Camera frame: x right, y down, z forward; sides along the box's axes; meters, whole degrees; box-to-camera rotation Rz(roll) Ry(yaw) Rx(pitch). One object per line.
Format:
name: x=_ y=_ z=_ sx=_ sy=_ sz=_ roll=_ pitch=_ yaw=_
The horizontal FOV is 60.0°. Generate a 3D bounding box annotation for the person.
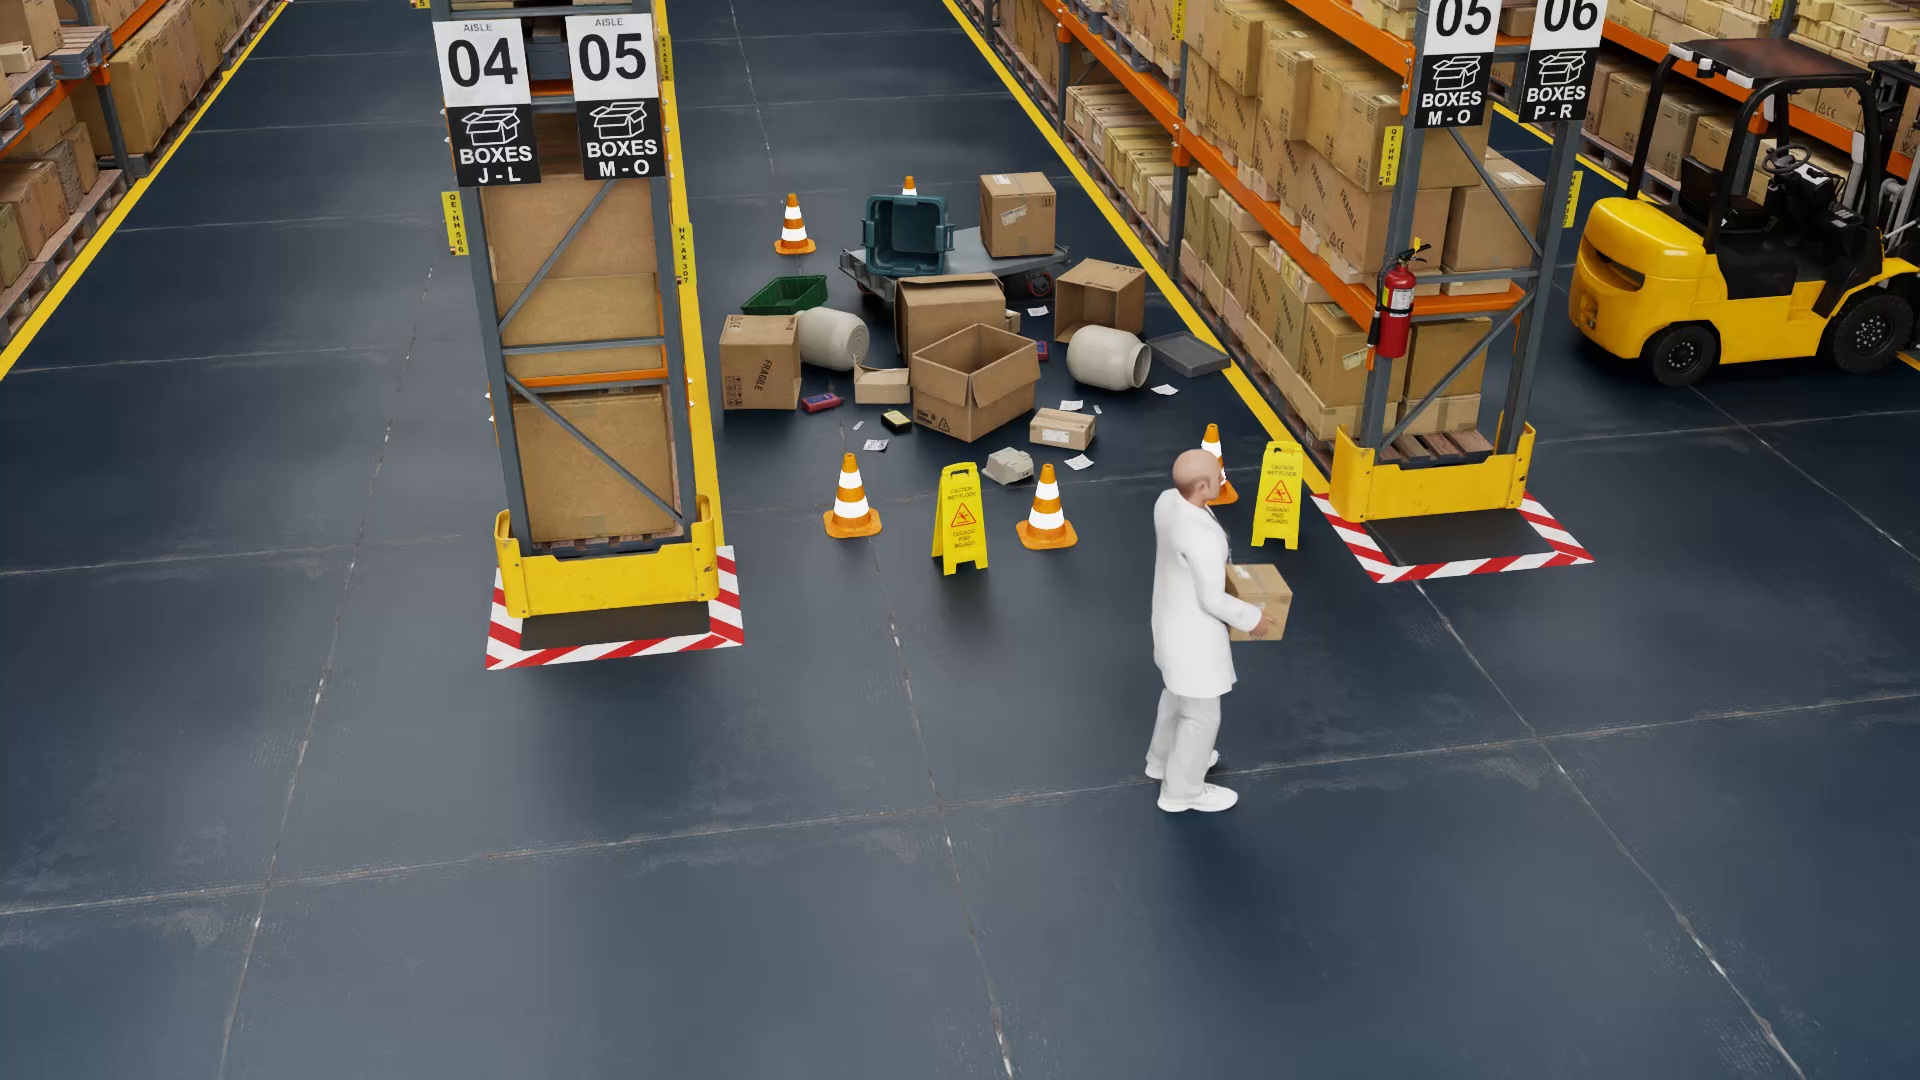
person: x=1.127 y=0.388 z=7.484 sx=0.517 sy=1.782 sz=0.559 roll=-5 pitch=31 yaw=-9
